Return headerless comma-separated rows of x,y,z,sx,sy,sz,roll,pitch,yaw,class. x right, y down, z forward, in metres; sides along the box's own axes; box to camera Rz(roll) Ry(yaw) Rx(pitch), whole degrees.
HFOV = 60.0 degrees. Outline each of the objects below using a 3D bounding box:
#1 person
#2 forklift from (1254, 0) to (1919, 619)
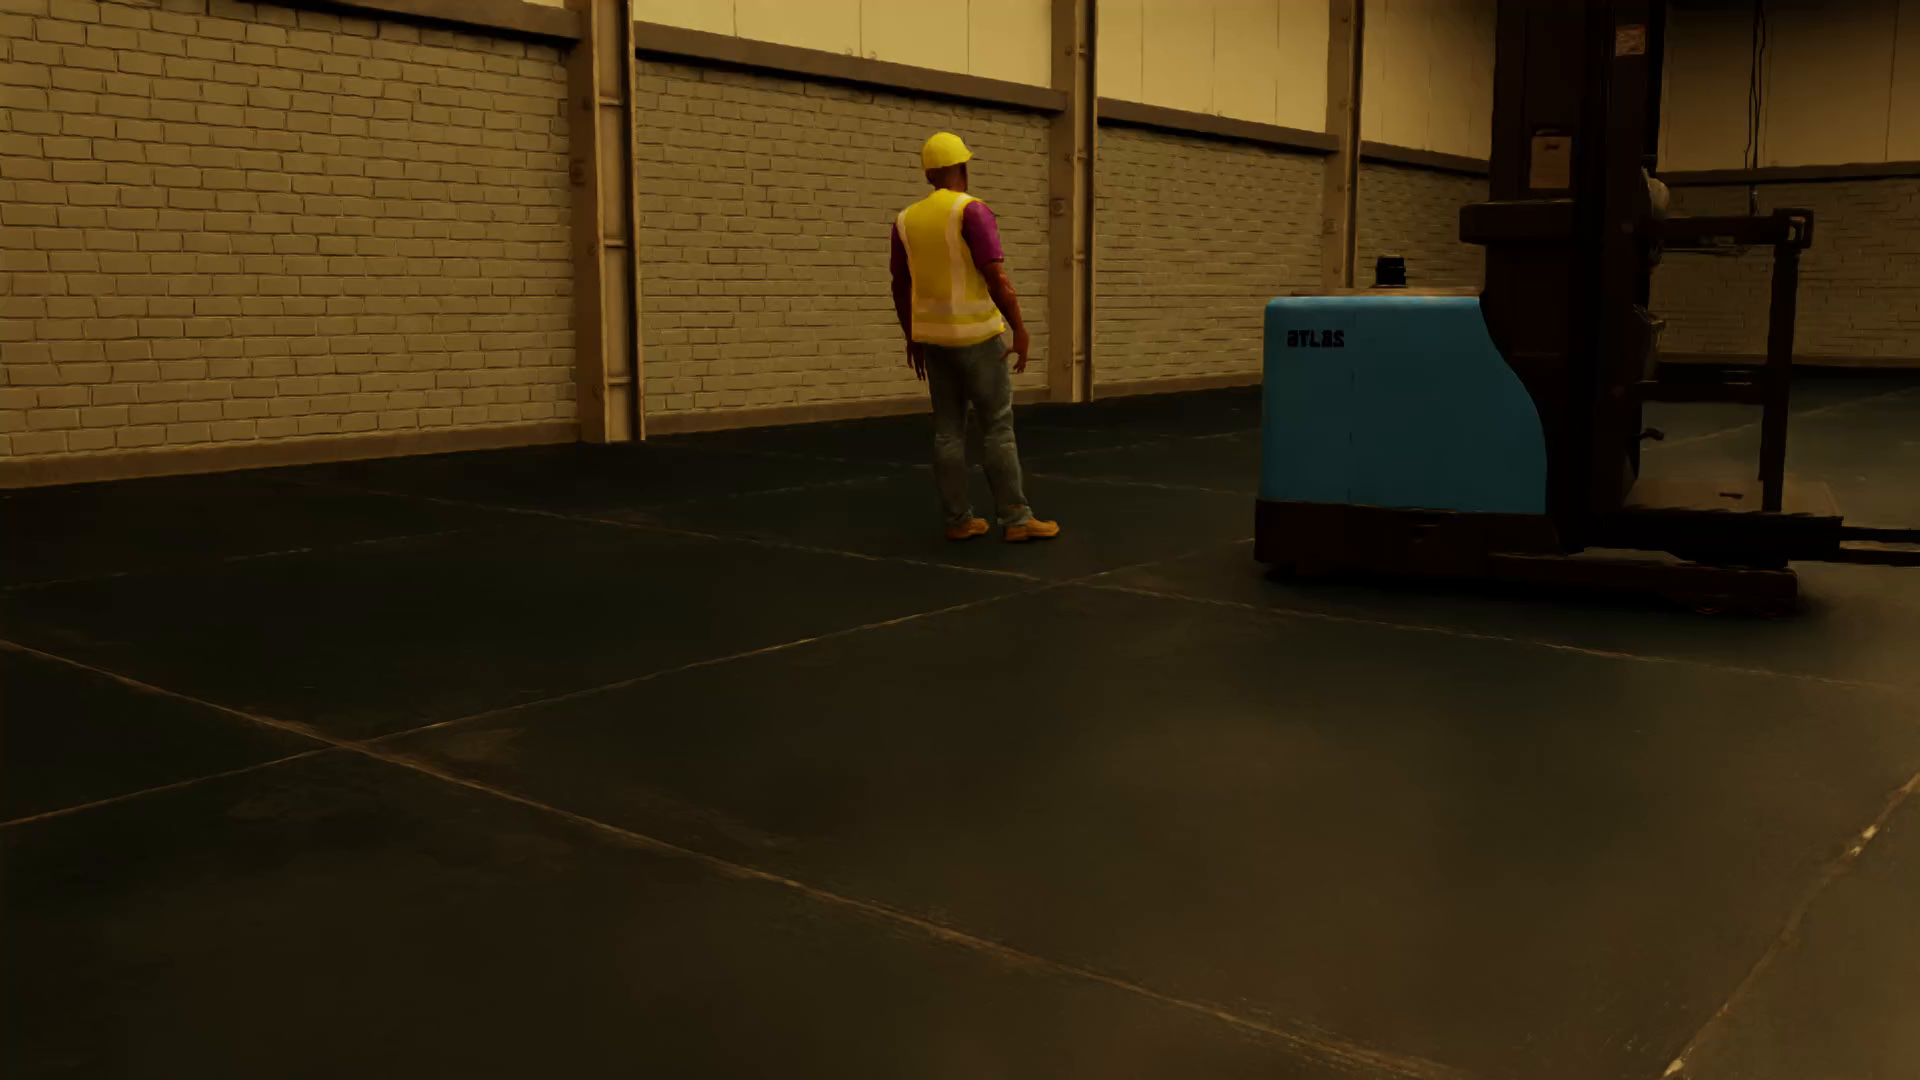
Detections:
0.048,-0.888,7.326,0.665,1.766,0.576,7,11,38,person
2.693,-1.273,5.982,3.031,2.935,1.130,4,9,25,forklift
